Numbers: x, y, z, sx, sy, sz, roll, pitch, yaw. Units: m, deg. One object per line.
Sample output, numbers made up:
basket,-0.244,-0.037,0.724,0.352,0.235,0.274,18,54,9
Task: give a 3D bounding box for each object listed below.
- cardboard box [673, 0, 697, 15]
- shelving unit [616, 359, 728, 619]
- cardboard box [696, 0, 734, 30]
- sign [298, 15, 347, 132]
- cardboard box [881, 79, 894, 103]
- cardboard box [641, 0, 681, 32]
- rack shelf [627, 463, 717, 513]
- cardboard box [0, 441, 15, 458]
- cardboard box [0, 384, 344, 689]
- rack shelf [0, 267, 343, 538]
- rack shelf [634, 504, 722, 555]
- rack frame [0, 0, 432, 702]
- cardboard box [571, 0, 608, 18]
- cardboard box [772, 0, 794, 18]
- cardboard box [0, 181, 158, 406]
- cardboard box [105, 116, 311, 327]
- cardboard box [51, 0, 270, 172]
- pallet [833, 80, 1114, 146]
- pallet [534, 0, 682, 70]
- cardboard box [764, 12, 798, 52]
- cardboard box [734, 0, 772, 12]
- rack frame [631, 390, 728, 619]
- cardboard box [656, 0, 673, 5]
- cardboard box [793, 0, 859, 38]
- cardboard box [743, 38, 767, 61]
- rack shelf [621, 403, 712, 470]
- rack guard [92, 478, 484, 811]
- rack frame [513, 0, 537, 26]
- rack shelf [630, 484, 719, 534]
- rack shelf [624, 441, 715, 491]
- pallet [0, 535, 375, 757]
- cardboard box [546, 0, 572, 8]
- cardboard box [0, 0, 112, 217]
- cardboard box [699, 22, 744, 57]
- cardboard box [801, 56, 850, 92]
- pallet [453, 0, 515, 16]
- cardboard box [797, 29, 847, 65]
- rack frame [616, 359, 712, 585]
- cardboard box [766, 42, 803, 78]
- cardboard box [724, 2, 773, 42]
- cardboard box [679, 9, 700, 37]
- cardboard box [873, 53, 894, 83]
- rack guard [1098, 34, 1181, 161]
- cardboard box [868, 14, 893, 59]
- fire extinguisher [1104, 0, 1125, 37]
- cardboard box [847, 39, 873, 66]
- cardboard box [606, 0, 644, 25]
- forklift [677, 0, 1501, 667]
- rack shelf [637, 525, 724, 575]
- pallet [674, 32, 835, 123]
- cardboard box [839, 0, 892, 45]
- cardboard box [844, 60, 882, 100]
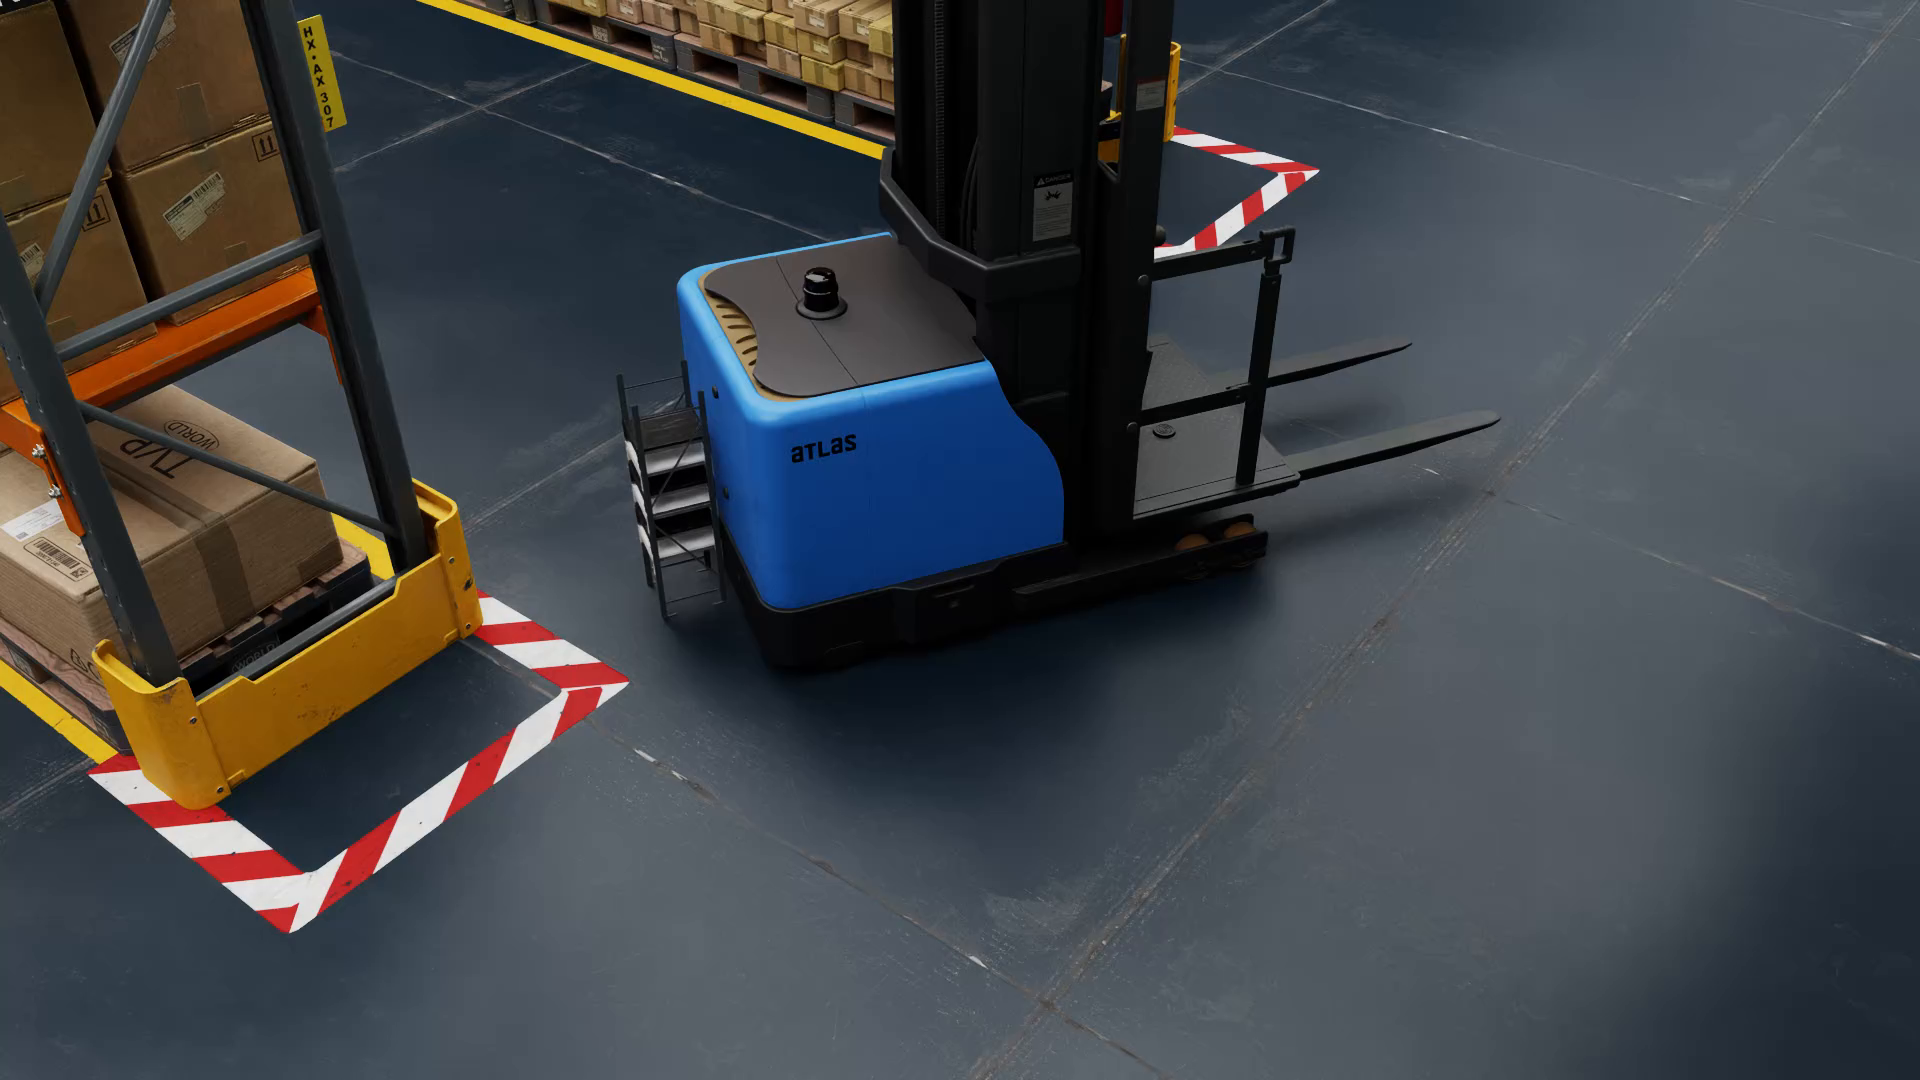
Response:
cardboard box,-1.438,-3.168,9.594,0.250,0.149,0.380,27,46,30
shelving unit,-0.985,-0.163,5.728,0.258,0.900,0.210,-15,40,-18
cardboard box,-1.276,-3.042,9.433,0.250,0.149,0.380,25,44,28
sign,-1.827,-1.324,4.741,0.005,0.325,0.100,25,45,29
cardboard box,-0.210,-2.470,8.943,0.250,0.149,0.380,25,44,28
cardboard box,-1.653,-3.153,9.816,0.250,0.149,0.380,24,44,28
rack shelf,-0.985,-0.207,5.693,0.258,0.077,0.200,-15,40,-18
cardboard box,-3.486,-0.376,6.034,0.875,0.438,0.875,27,45,30
cardboard box,-2.754,-0.037,5.602,0.875,0.438,0.875,24,44,27
rack shelf,-3.758,-1.148,5.867,4.000,0.370,1.077,25,45,29
rack shelf,-0.985,-0.066,5.804,0.258,0.077,0.200,-15,40,-18
rack frame,-2.169,-0.682,4.688,0.127,3.000,1.000,25,45,29
cardboard box,-2.114,-3.291,9.993,0.250,0.149,0.380,27,45,30
cardboard box,-0.821,-3.007,9.146,0.250,0.149,0.380,24,44,27
cardboard box,-2.713,-0.773,4.723,0.500,0.500,0.500,26,45,29
cardboard box,-2.376,-1.042,5.067,0.500,0.500,0.500,25,44,28
cardboard box,-2.378,-1.435,4.757,0.500,0.500,0.500,24,44,28
pallet,0.073,-2.396,9.139,1.213,0.211,1.003,25,45,29
pallet,-1.865,-3.310,10.306,1.213,0.211,1.003,25,45,29
cardboard box,-0.860,-2.848,9.185,0.250,0.149,0.380,28,46,31
cardboard box,-1.046,-3.091,9.254,0.250,0.149,0.380,25,45,29
rack frame,-0.946,-0.105,5.654,0.240,0.900,0.006,-15,40,-18
cardboard box,-1.642,-3.283,9.740,0.250,0.149,0.380,23,44,26
cardboard box,-0.679,-2.854,8.951,0.250,0.149,0.380,27,45,30
cardboard box,-1.015,-2.864,9.447,0.250,0.149,0.380,27,45,30
rack shelf,-0.985,-0.349,5.582,0.258,0.077,0.200,-15,40,-18
rack guard,-2.150,0.311,5.447,0.348,0.500,1.175,25,45,29
rack frame,-2.420,-4.642,9.746,0.127,3.000,1.000,25,45,29
rack shelf,-0.985,-0.137,5.748,0.258,0.077,0.200,-15,40,-18
rack shelf,-0.985,-0.278,5.637,0.258,0.077,0.200,-15,40,-18
pallet,-2.852,0.155,5.881,1.213,0.211,1.003,25,45,29
cardboard box,-2.326,-3.391,10.120,0.250,0.149,0.380,23,44,27
cardboard box,-2.697,-1.179,4.431,0.500,0.500,0.500,27,45,30
cardboard box,-1.270,-2.925,9.525,0.250,0.149,0.380,24,44,27
cardboard box,-0.655,-2.621,9.136,0.250,0.149,0.380,23,44,27
pallet,-3.039,-3.835,10.977,1.213,0.211,1.003,25,45,29
cardboard box,-0.668,-2.743,9.051,0.250,0.149,0.380,26,45,29
rack frame,-1.025,-0.220,5.802,0.240,0.900,0.006,-15,40,-18
cardboard box,-0.860,-2.733,9.279,0.250,0.149,0.380,26,45,29
cardboard box,-1.096,-2.938,9.300,0.250,0.149,0.380,26,45,29
cardboard box,-1.418,-3.070,9.709,0.250,0.149,0.380,23,44,27
cardboard box,-0.249,-2.556,8.811,0.250,0.149,0.380,23,44,27
rack guard,0.697,-2.188,8.639,0.348,0.500,1.175,25,45,29
cardboard box,-0.264,-2.652,8.694,0.250,0.149,0.380,24,44,28
fire extinguisher,0.677,-2.646,7.562,0.183,0.674,0.296,25,45,29
cardboard box,-0.400,-2.707,9.004,0.250,0.149,0.380,25,44,28
cardboard box,-1.885,-3.224,9.906,0.250,0.149,0.380,25,44,28
forklift,0.586,-1.298,5.530,3.031,2.935,1.130,-14,40,-17
rack shelf,-0.985,0.005,5.859,0.258,0.077,0.200,-15,40,-18
pallet,-0.891,-2.853,9.723,1.213,0.211,1.003,25,45,29
cardboard box,-0.432,-2.780,8.857,0.250,0.149,0.380,23,44,27
cardboard box,-0.415,-2.556,9.053,0.250,0.149,0.380,26,45,29
